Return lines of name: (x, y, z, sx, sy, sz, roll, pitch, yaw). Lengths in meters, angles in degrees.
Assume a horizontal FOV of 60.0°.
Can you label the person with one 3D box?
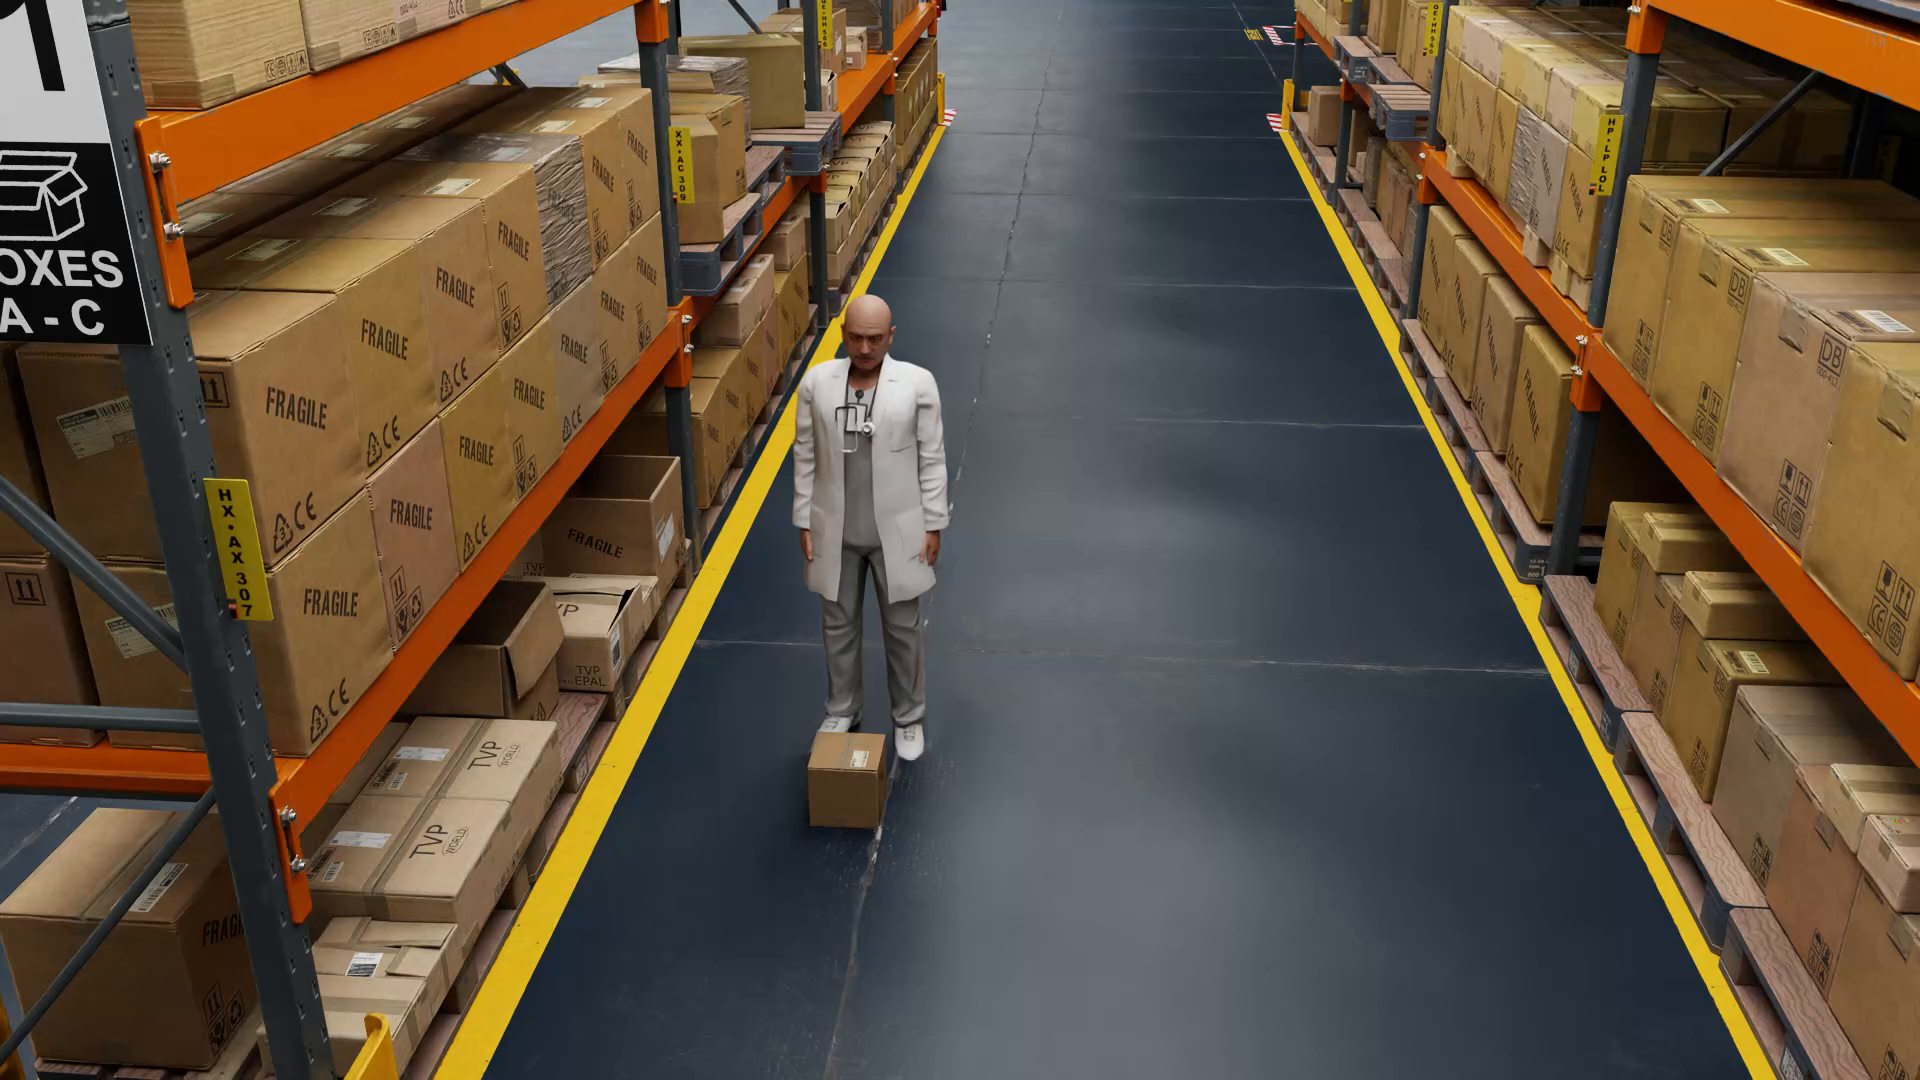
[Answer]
person: (-0.338, -0.015, 6.200, 0.588, 1.825, 0.404, 3, 24, 7)
